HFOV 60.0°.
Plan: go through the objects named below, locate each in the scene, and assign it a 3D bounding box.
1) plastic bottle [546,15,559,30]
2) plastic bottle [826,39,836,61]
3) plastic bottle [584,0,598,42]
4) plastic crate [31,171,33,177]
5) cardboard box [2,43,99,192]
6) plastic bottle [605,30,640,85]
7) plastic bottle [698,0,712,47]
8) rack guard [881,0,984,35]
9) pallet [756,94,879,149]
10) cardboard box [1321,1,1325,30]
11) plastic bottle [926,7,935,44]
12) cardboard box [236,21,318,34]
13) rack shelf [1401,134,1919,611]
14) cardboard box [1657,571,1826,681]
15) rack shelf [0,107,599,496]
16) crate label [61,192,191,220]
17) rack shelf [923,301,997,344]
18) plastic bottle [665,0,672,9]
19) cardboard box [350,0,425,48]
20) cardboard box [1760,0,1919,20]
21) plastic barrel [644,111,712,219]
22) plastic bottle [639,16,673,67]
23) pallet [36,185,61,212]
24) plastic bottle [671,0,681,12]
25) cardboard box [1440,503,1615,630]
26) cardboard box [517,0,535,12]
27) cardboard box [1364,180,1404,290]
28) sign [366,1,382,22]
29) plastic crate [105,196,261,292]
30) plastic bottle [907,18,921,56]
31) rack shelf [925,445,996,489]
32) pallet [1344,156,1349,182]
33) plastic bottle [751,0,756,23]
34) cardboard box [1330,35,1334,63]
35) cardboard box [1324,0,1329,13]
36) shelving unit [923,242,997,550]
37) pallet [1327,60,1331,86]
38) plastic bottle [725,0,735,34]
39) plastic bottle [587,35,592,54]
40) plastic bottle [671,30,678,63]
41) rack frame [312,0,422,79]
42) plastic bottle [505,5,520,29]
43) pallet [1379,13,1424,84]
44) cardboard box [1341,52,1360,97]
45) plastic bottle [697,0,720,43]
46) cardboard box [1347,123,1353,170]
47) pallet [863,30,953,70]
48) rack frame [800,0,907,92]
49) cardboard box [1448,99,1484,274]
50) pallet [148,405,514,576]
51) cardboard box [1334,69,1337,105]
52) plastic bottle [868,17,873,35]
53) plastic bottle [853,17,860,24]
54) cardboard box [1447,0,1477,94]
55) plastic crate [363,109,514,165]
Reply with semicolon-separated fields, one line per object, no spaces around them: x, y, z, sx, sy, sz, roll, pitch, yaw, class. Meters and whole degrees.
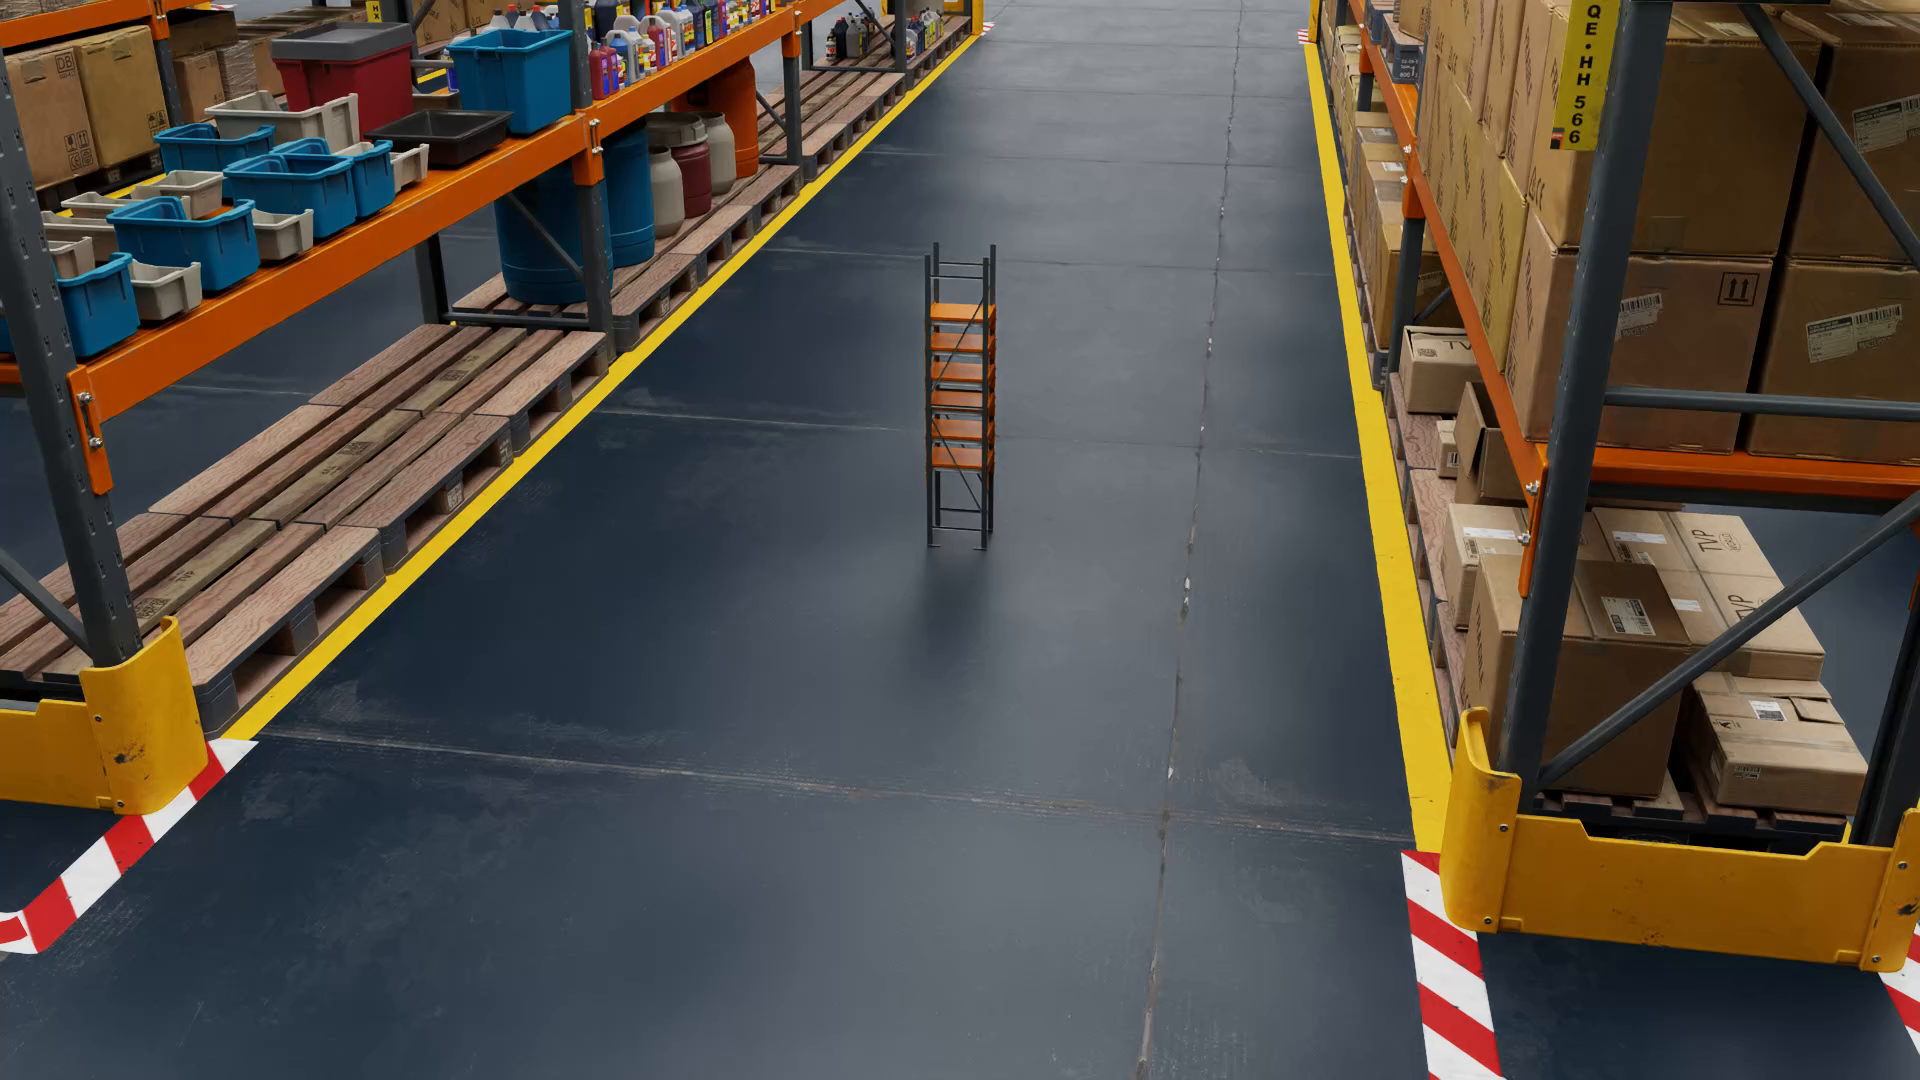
-2.303;-2.815;9.378;0.097;0.271;0.097;0;25;0;plastic bottle
-1.258;-4.774;16.193;0.097;0.201;0.097;0;25;0;plastic bottle
-2.280;-3.201;10.197;0.152;0.276;0.135;4;25;9;plastic bottle
-3.100;-0.846;4.908;0.616;0.435;0.499;4;25;9;plastic crate
-6.836;-2.908;11.435;1.225;0.875;0.875;4;25;9;cardboard box
-1.806;-2.587;8.885;0.152;0.276;0.135;4;25;9;plastic bottle
-1.547;-3.133;10.044;0.061;0.283;0.133;4;25;9;plastic bottle
-0.322;-6.175;19.352;1.175;0.500;0.348;4;25;9;rack guard
-1.297;-3.563;14.114;1.003;0.211;1.213;4;25;9;pallet
4.223;-5.733;18.208;0.500;0.250;0.500;4;25;9;cardboard box
-0.338;-5.312;17.166;0.144;0.351;0.185;5;26;11;plastic bottle
-6.205;-4.392;15.024;0.700;0.500;0.500;2;25;4;cardboard box
2.242;-0.816;5.804;1.077;0.370;4.000;4;25;9;rack shelf
2.366;0.324;5.245;0.500;0.250;0.500;4;25;9;cardboard box
-2.644;-1.161;6.541;1.077;0.370;4.000;4;25;9;rack shelf
-2.933;-1.150;5.909;0.396;0.136;0.243;4;25;9;crate label
0.002;-0.835;6.375;0.258;0.103;0.180;4;25;9;rack shelf
-2.053;-3.781;11.437;0.152;0.276;0.135;4;25;9;plastic bottle
-5.791;-5.235;16.849;0.500;0.500;0.500;3;25;7;cardboard box
2.326;-1.190;4.457;0.500;0.500;0.500;4;25;9;cardboard box
-1.911;-2.416;10.723;0.600;0.588;0.708;4;25;9;plastic barrel
-1.714;-2.821;9.386;0.152;0.276;0.135;4;25;9;plastic bottle
-6.955;-2.243;11.293;1.003;0.211;1.213;4;25;9;pallet
-1.903;-3.771;11.414;0.152;0.276;0.135;4;25;9;plastic bottle
1.946;0.101;5.721;0.500;0.250;0.500;4;25;9;cardboard box
-5.361;-6.483;19.516;0.500;0.500;0.500;9;27;18;cardboard box
2.538;-1.688;9.247;0.500;0.500;0.500;4;25;9;cardboard box
-2.860;-2.487;8.199;0.100;0.325;0.005;4;25;9;sign
-2.498;-0.957;5.384;0.416;0.233;0.300;4;25;9;plastic crate
-0.468;-4.977;16.451;0.144;0.351;0.185;5;25;10;plastic bottle
0.002;-0.292;6.629;0.258;0.103;0.180;4;25;9;rack shelf
3.396;-2.730;12.334;1.003;0.211;1.213;4;25;9;pallet
-1.399;-3.523;10.973;0.097;0.201;0.097;0;25;0;plastic bottle
3.828;-4.687;15.973;0.500;0.250;0.500;4;25;9;cardboard box
4.143;-5.864;17.602;0.500;0.500;0.500;4;25;9;cardboard box
0.002;-0.549;6.509;0.258;1.200;0.189;4;25;9;shelving unit
4.048;-4.391;15.882;1.003;0.211;1.213;4;25;9;pallet
-1.479;-3.320;10.538;0.097;0.201;0.097;0;25;0;plastic bottle
-1.933;-2.443;8.488;0.144;0.351;0.185;4;25;9;plastic bottle
-1.668;-2.834;9.501;0.097;0.201;0.097;0;25;0;plastic bottle
-5.896;-6.012;16.056;1.000;3.000;0.127;4;25;9;rack frame
-2.460;-2.785;9.220;0.144;0.351;0.185;4;25;9;plastic bottle
2.909;-2.751;9.315;1.003;0.211;1.213;4;25;9;pallet
3.313;-3.725;13.255;0.500;0.311;0.500;5;25;10;cardboard box
-1.563;-3.233;10.178;0.144;0.351;0.185;4;25;9;plastic bottle
3.068;-2.833;12.013;0.500;0.250;0.500;5;25;10;cardboard box
-0.662;-5.196;17.602;1.003;0.211;1.213;4;25;9;pallet
-1.010;-5.669;15.323;1.000;3.000;0.127;4;25;9;rack frame
1.971;-1.193;5.643;0.500;0.500;0.500;4;25;8;cardboard box
-2.596;-0.238;7.010;1.003;0.211;1.213;4;25;9;pallet
3.481;-3.904;14.300;0.500;0.250;0.500;5;25;10;cardboard box
-0.977;-5.494;17.731;0.097;0.201;0.097;0;25;0;plastic bottle
-1.074;-5.207;17.030;0.152;0.276;0.135;4;25;9;plastic bottle
2.046;-1.868;5.906;0.500;0.500;0.500;3;25;7;cardboard box
-2.235;-1.739;7.181;0.437;0.125;0.590;4;25;9;plastic crate
